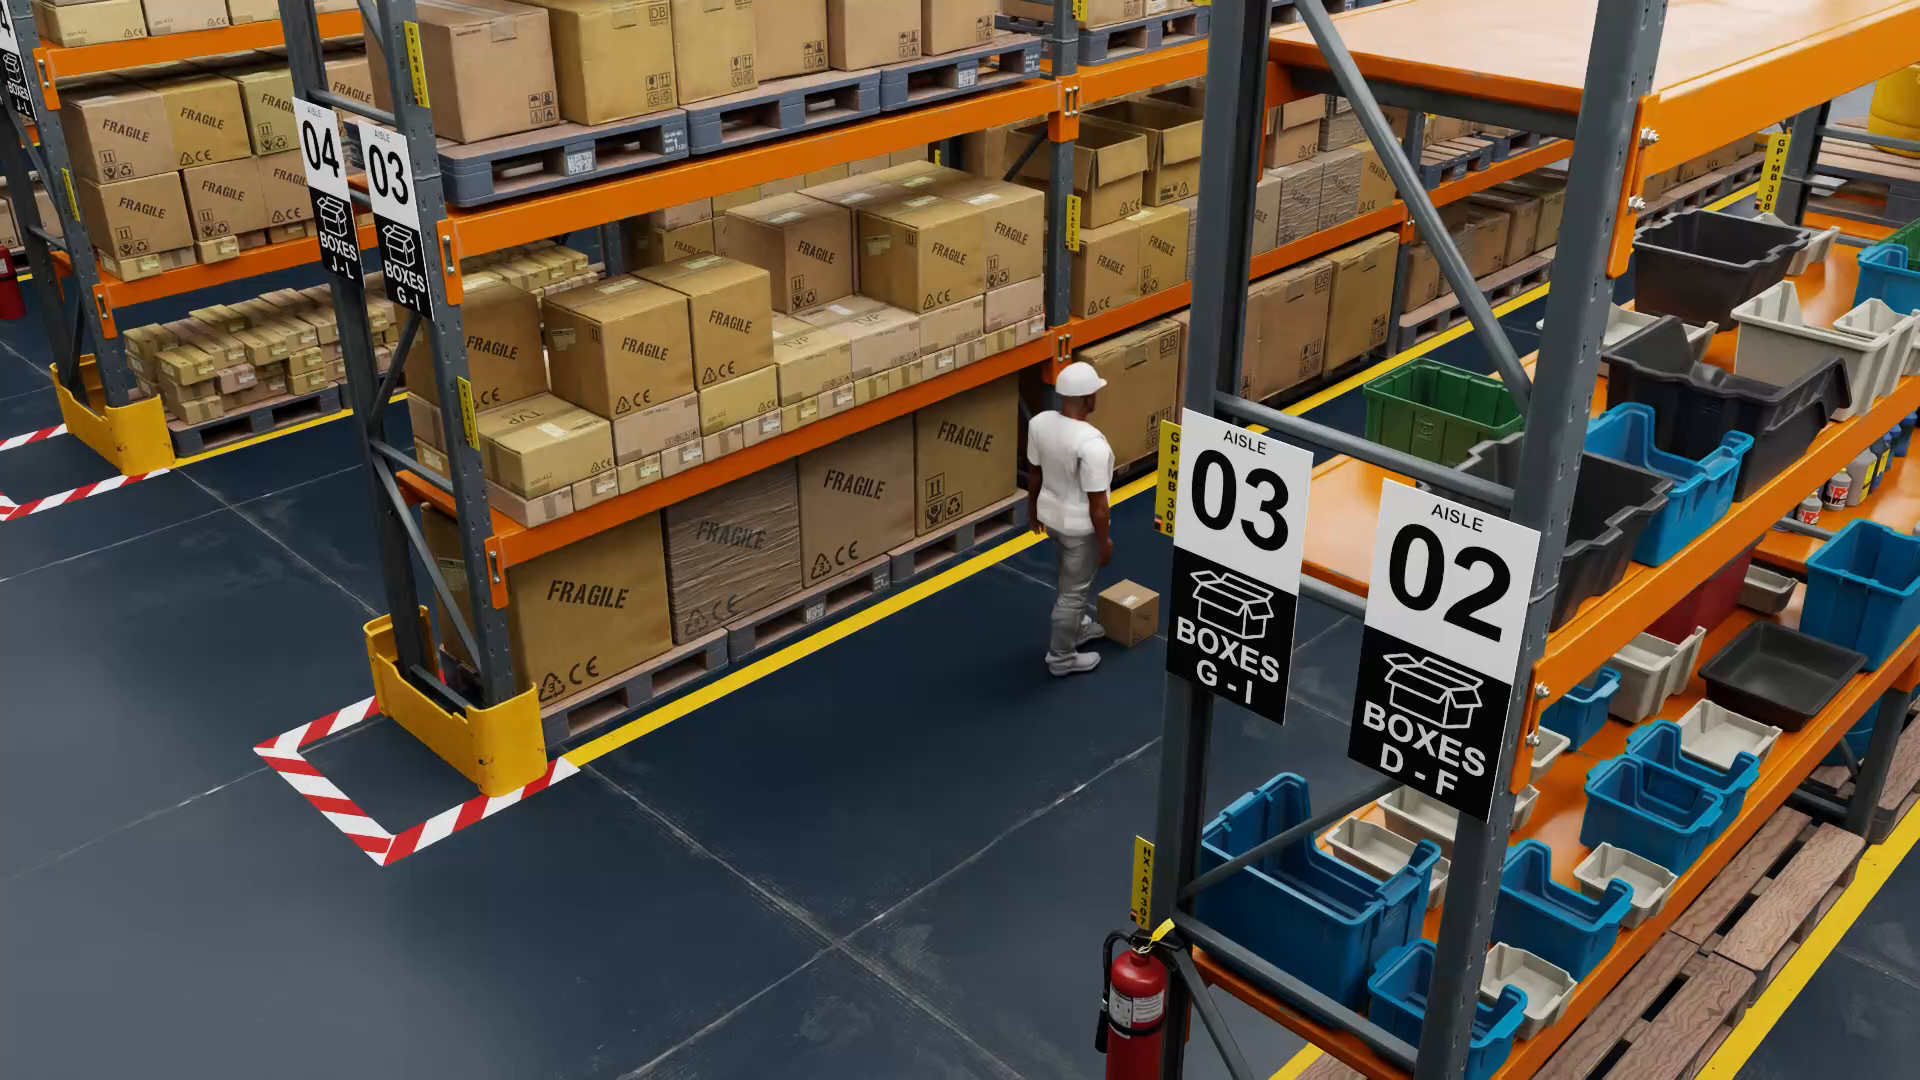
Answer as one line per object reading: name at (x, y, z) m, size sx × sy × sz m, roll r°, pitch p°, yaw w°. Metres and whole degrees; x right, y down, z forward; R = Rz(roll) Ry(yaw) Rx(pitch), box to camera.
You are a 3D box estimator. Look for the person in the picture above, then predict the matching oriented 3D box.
person at (0.695, -0.132, 8.826) m, size 0.594 × 1.768 × 0.605 m, roll -17°, pitch 32°, yaw -30°
